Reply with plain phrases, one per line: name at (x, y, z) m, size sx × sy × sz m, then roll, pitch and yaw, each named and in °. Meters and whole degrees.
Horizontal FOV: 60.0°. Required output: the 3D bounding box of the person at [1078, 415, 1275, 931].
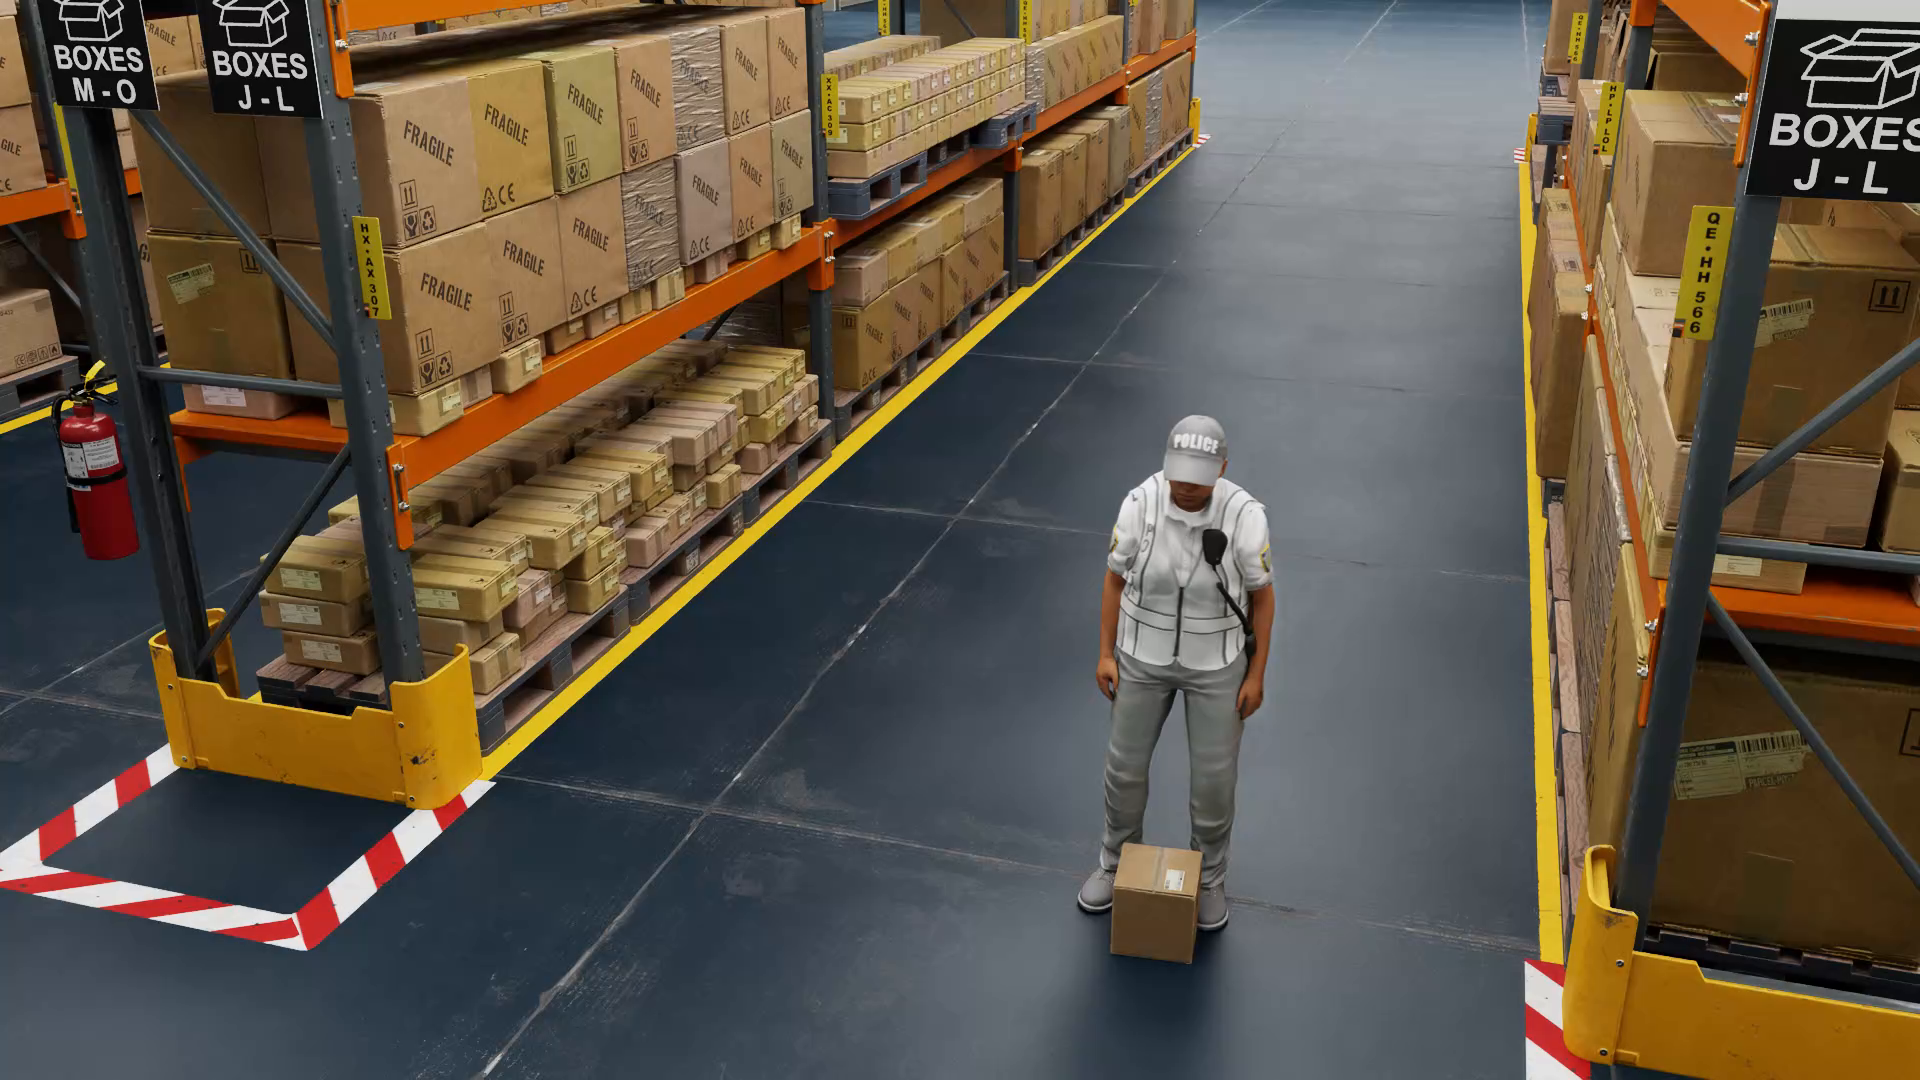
person at (0.670, 0.395, 5.107) m, size 0.543 × 1.666 × 0.471 m, roll 6°, pitch 23°, yaw 15°
